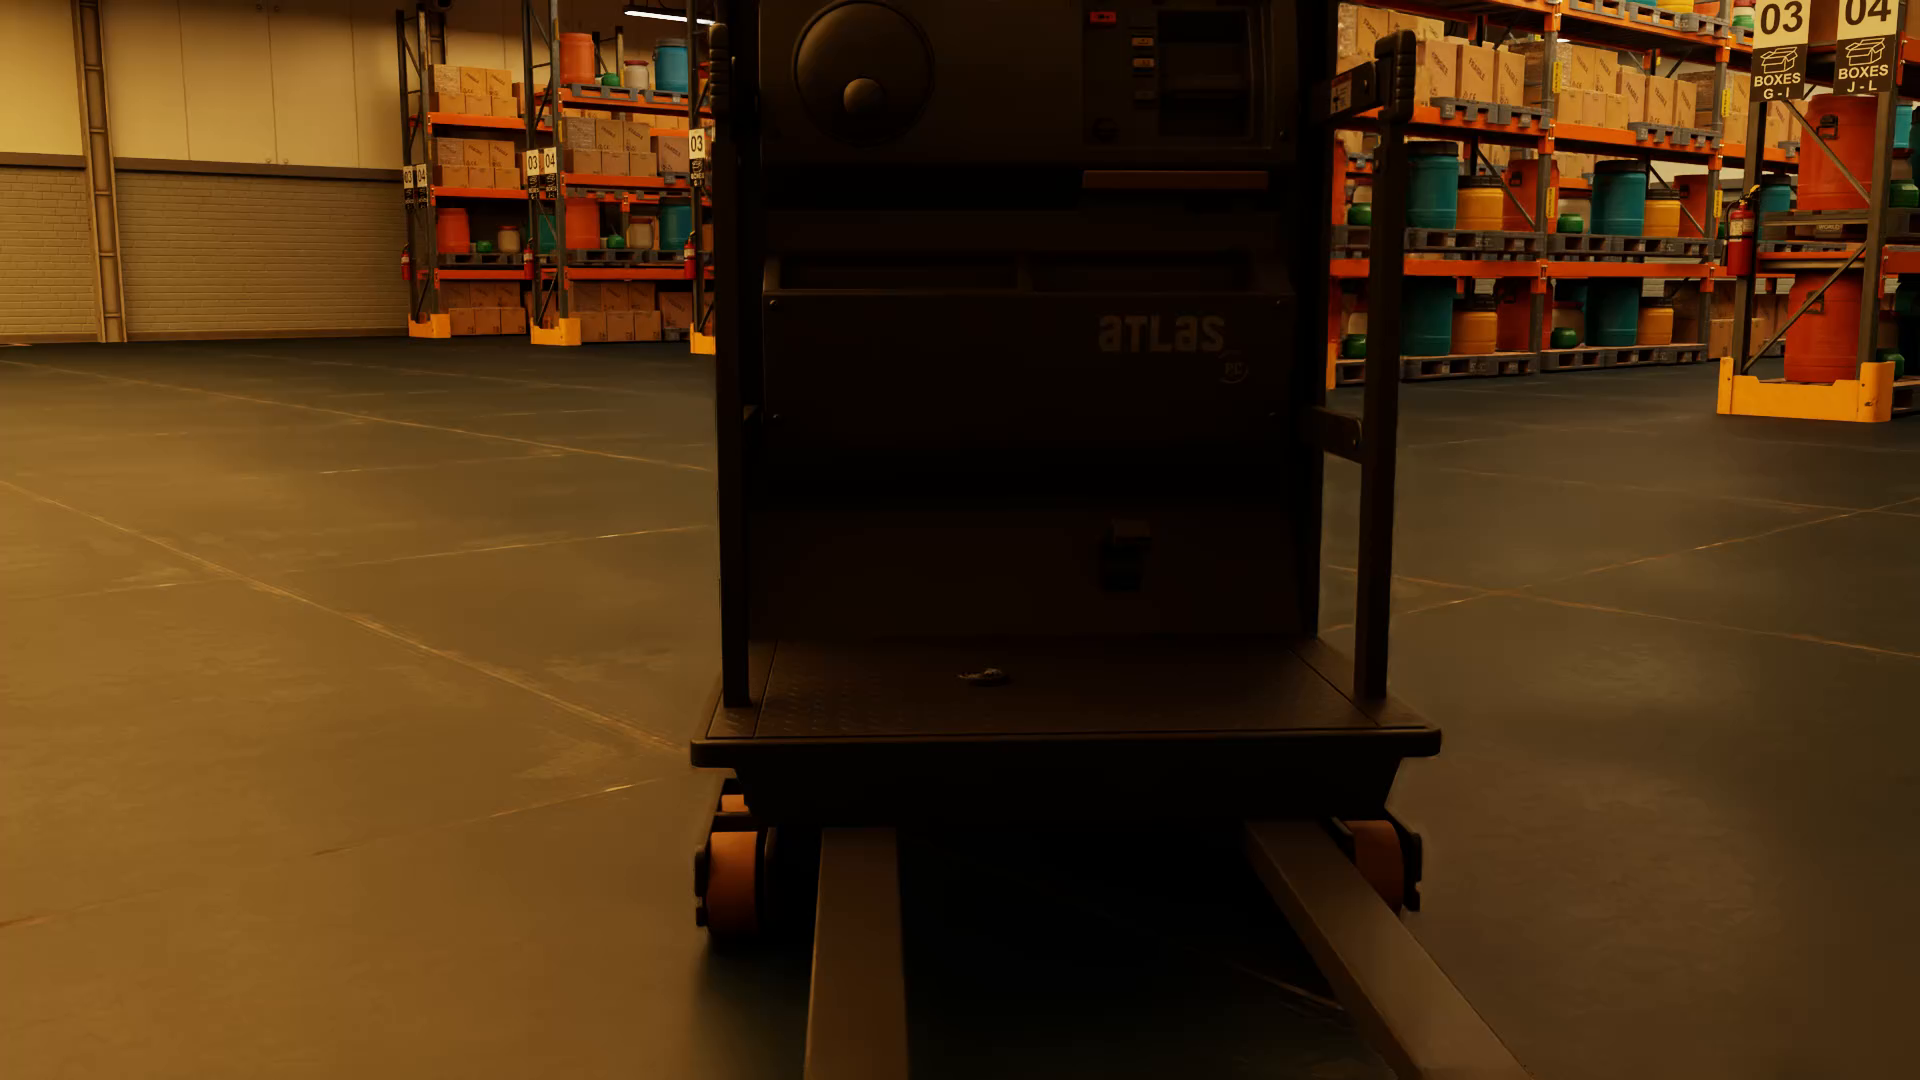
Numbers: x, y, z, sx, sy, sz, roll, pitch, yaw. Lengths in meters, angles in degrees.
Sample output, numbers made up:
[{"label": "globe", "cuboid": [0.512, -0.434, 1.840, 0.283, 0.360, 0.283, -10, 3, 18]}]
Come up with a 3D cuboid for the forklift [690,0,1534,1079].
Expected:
[{"label": "forklift", "cuboid": [0.134, -0.885, 2.676, 1.130, 2.935, 3.031, 0, 9, -3]}]
